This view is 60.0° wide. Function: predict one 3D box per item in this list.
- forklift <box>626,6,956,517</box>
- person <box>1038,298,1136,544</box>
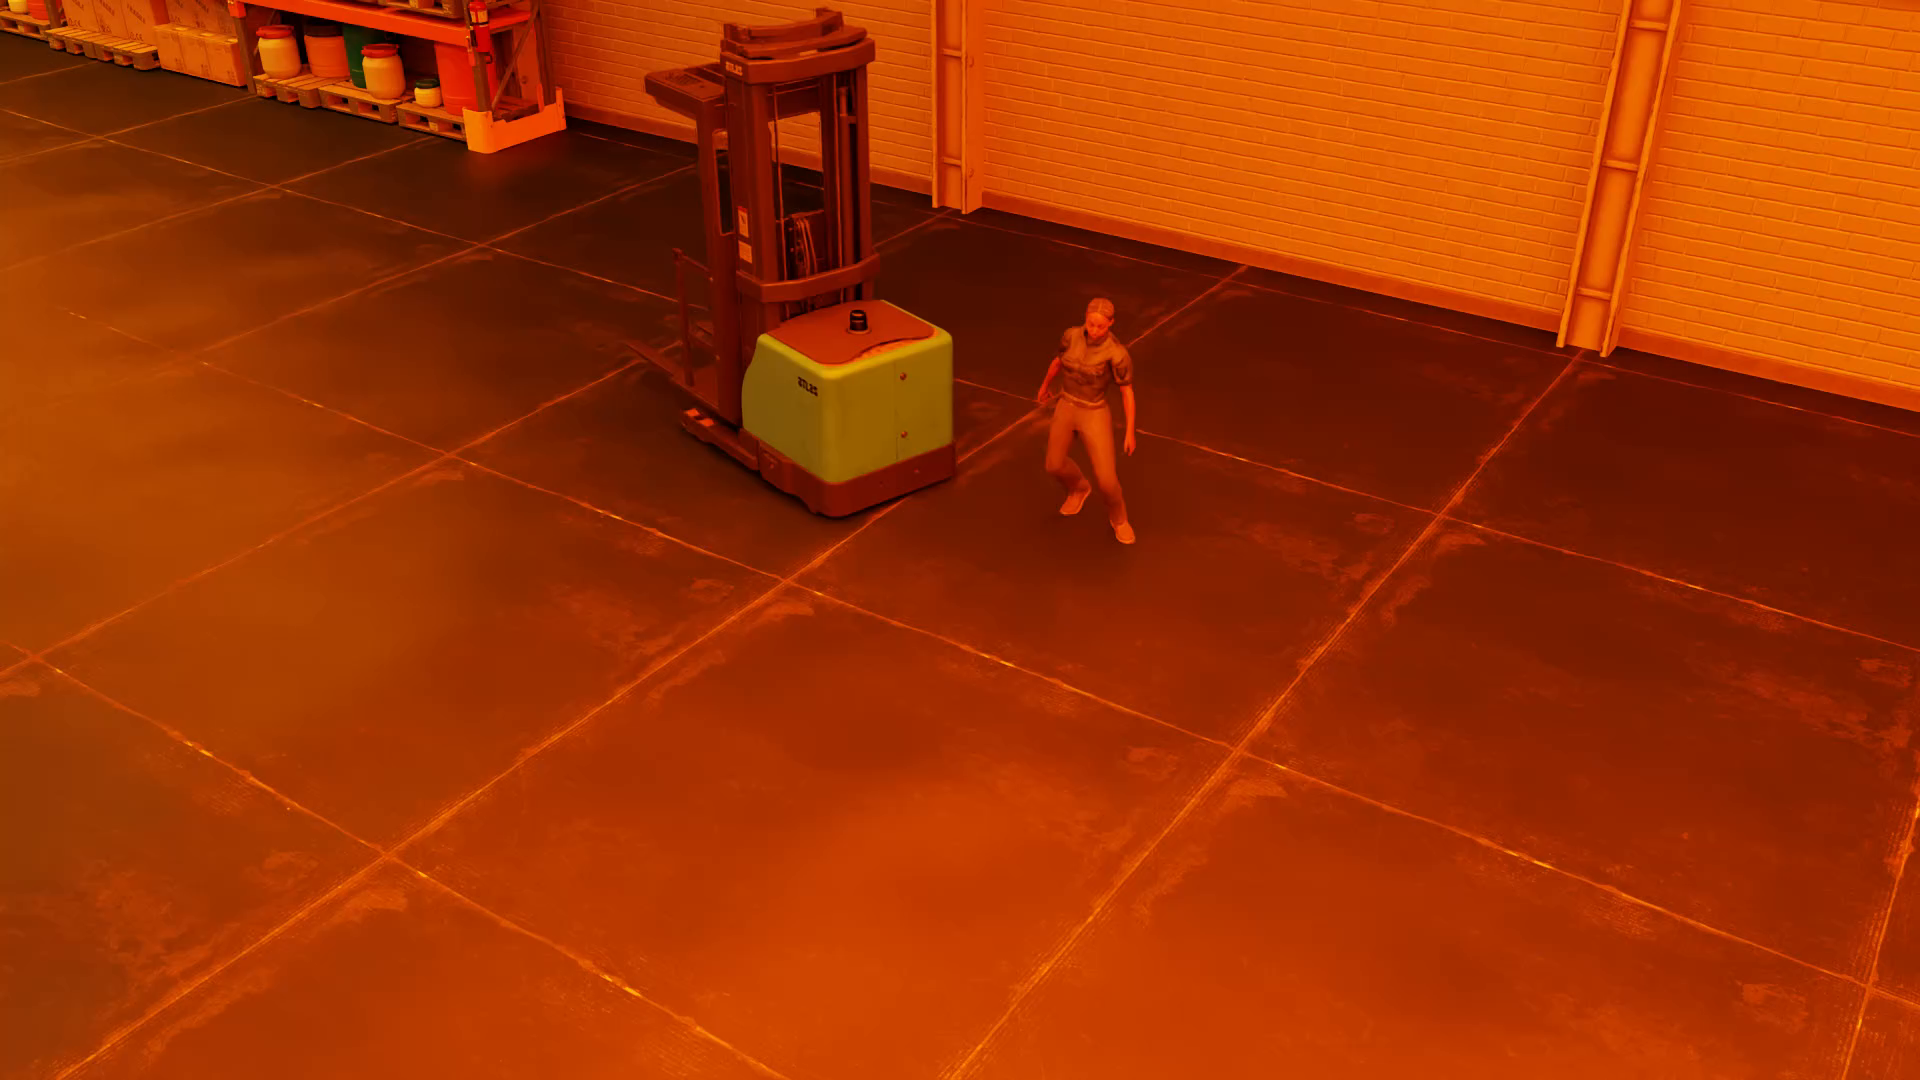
[{"bbox_3d":[-1.338,-2.089,11.178,1.130,2.935,3.031,-22,37,-32],"label":"forklift"},{"bbox_3d":[0.809,-0.812,10.339,0.817,1.588,0.466,23,37,34],"label":"person"}]
